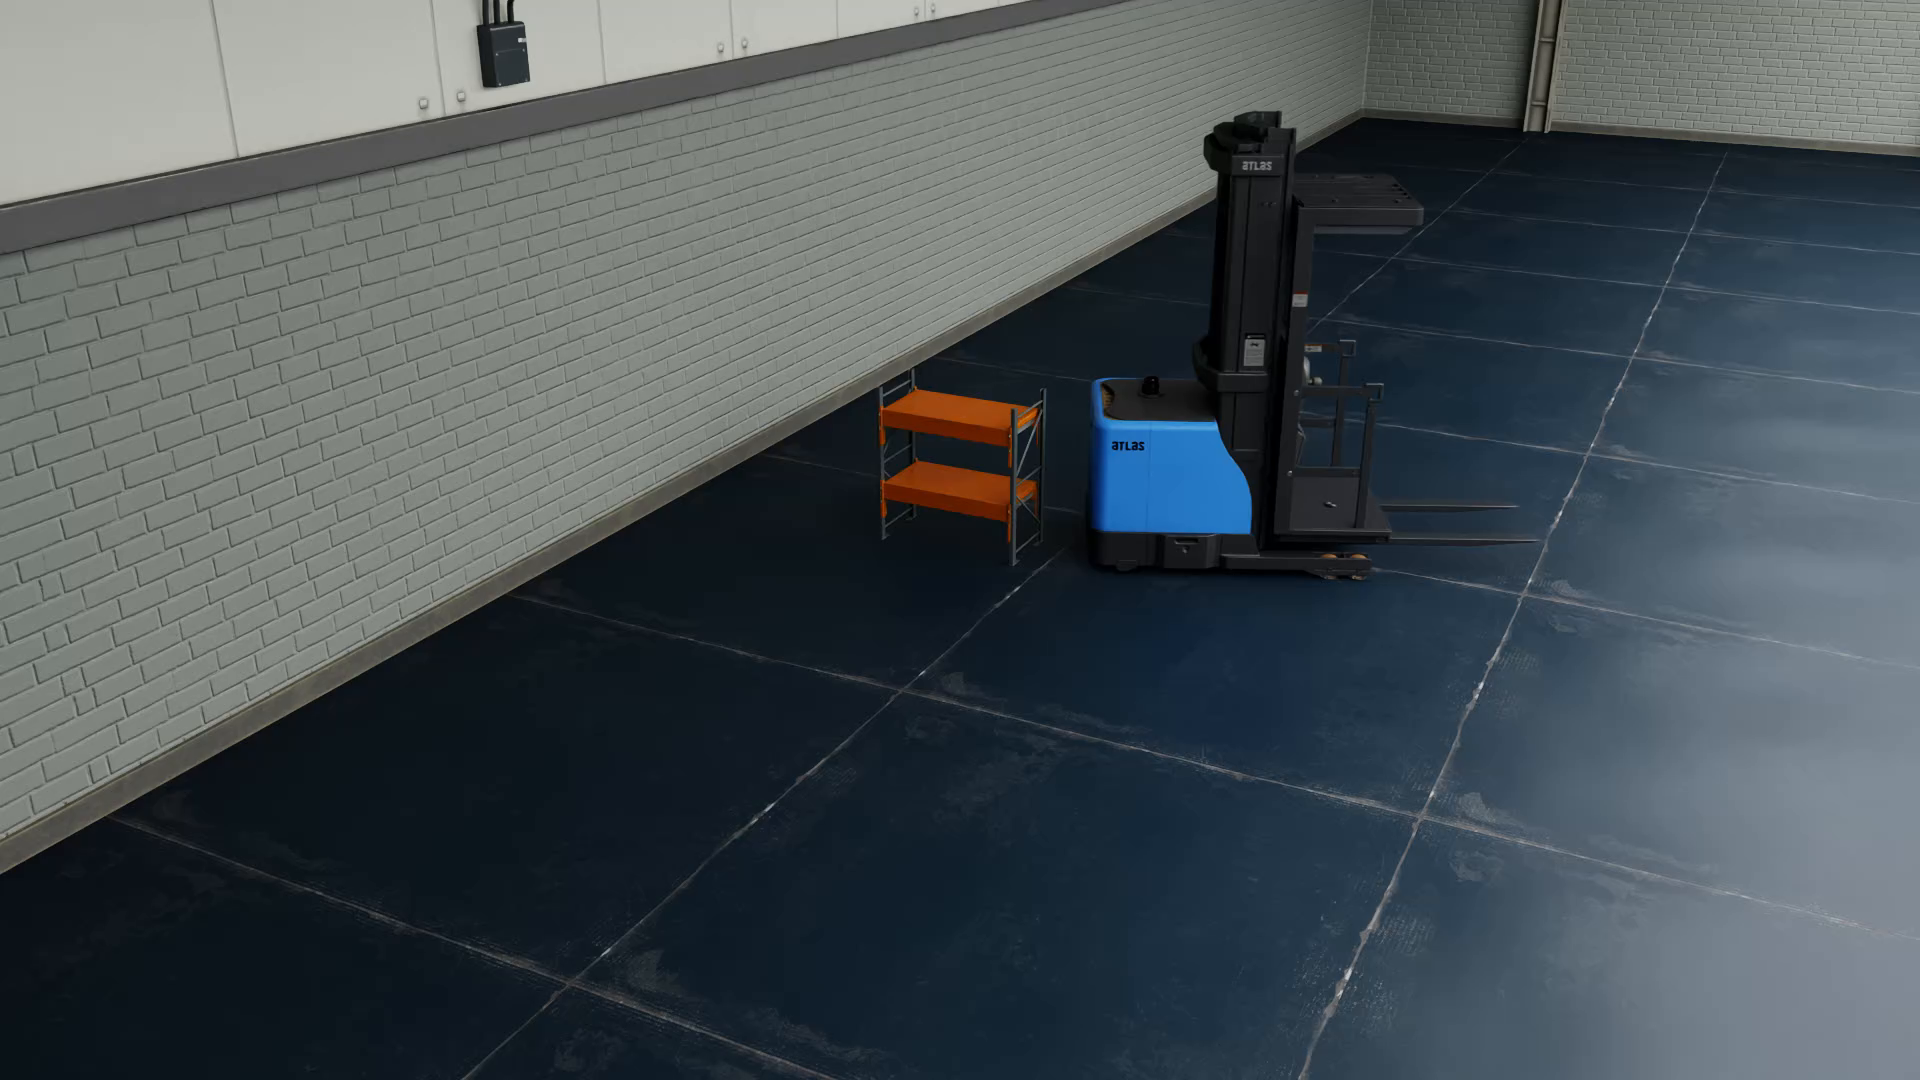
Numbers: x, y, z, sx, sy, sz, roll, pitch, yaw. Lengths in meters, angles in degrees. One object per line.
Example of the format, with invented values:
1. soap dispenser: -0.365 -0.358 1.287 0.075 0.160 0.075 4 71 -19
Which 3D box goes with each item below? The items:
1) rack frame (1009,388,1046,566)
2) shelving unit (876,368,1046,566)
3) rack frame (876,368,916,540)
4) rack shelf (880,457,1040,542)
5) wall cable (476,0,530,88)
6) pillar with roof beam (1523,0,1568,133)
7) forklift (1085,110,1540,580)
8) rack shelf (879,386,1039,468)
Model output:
1. rack frame: 0.460 -0.427 11.316 0.032 1.125 0.500 11 25 25
2. shelving unit: 0.006 -0.516 11.527 1.048 1.125 0.538 11 25 25
3. rack frame: -0.448 -0.606 11.738 0.032 1.125 0.500 11 25 25
4. rack shelf: 0.006 -0.291 11.623 1.000 0.278 0.538 11 25 25
5. wall cable: -2.275 -5.868 9.705 0.169 6.003 2.305 11 25 25
6. pillar with roof beam: 7.730 -9.506 22.605 0.400 9.000 9.100 11 25 25
7. forklift: 2.402 -1.296 11.052 3.031 2.935 1.130 1 23 2
8. rack shelf: 0.006 -0.786 11.413 1.000 0.278 0.538 11 25 25
